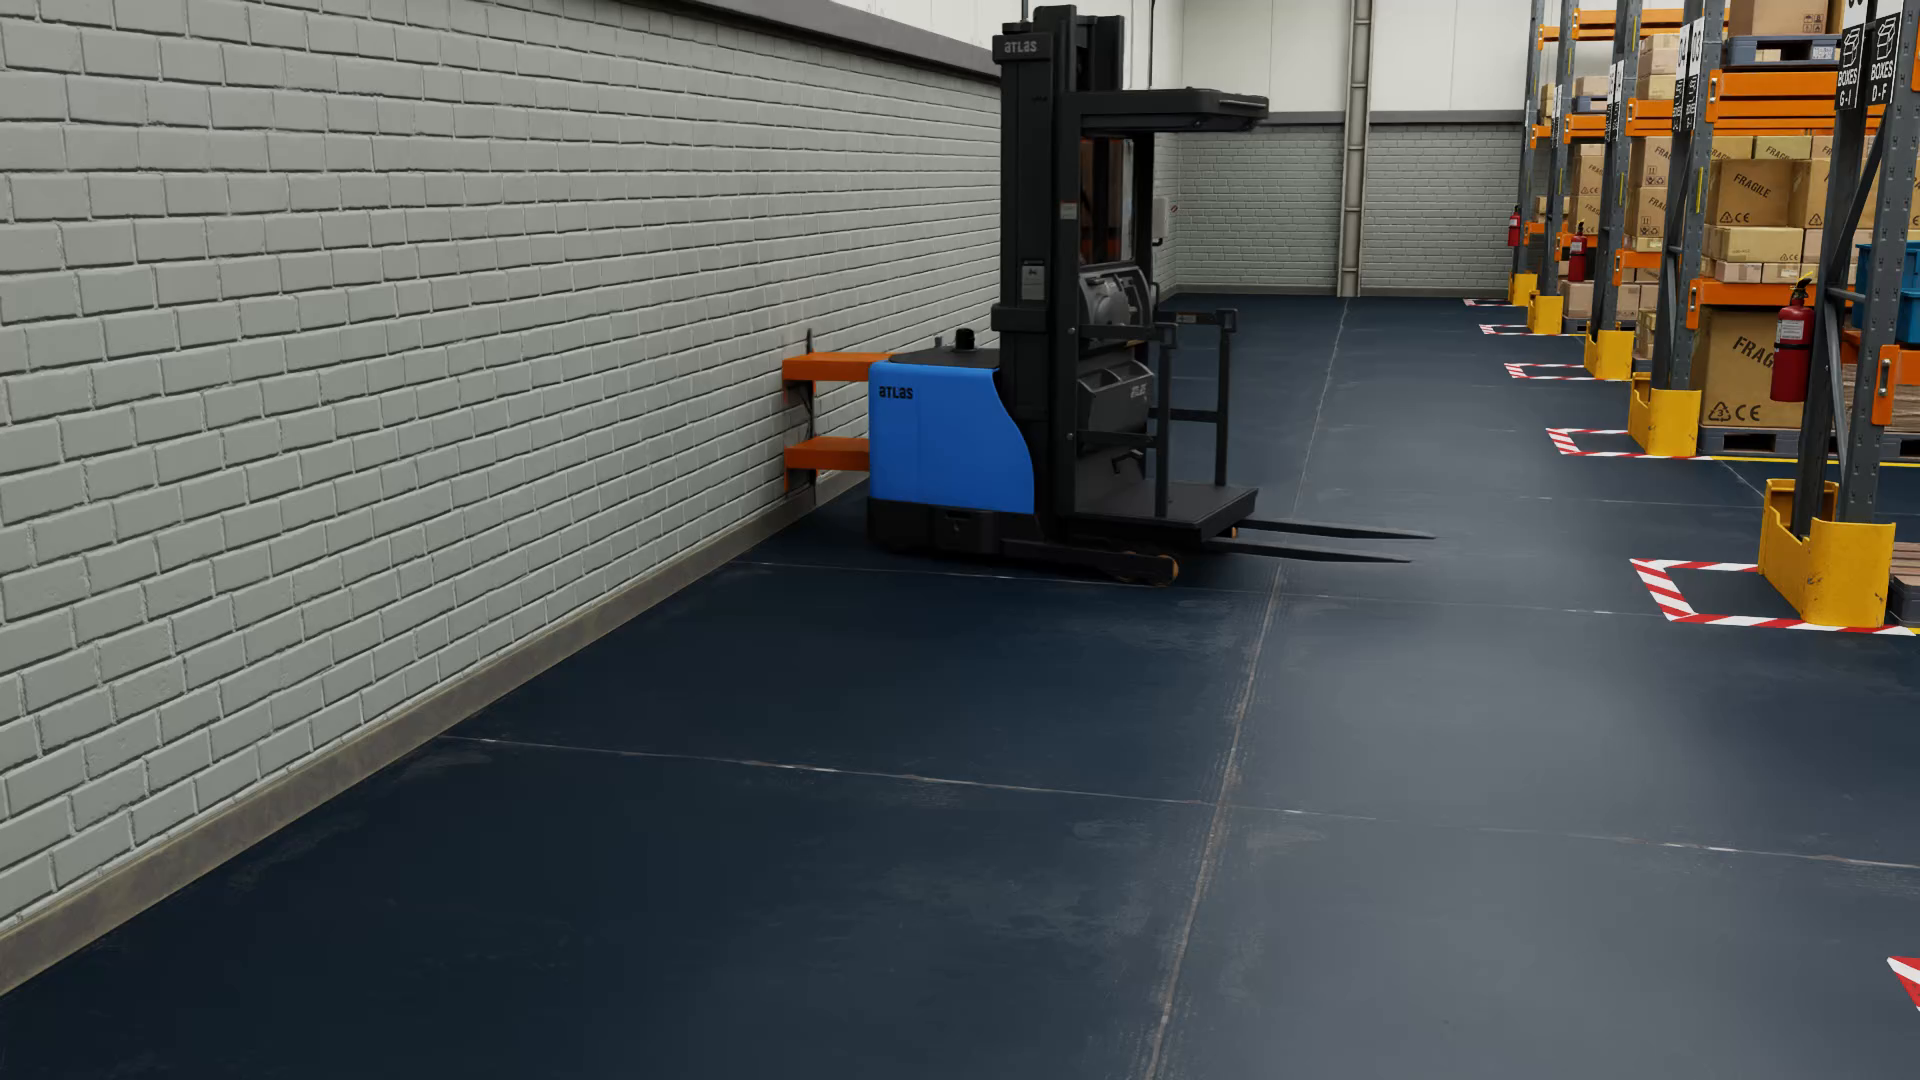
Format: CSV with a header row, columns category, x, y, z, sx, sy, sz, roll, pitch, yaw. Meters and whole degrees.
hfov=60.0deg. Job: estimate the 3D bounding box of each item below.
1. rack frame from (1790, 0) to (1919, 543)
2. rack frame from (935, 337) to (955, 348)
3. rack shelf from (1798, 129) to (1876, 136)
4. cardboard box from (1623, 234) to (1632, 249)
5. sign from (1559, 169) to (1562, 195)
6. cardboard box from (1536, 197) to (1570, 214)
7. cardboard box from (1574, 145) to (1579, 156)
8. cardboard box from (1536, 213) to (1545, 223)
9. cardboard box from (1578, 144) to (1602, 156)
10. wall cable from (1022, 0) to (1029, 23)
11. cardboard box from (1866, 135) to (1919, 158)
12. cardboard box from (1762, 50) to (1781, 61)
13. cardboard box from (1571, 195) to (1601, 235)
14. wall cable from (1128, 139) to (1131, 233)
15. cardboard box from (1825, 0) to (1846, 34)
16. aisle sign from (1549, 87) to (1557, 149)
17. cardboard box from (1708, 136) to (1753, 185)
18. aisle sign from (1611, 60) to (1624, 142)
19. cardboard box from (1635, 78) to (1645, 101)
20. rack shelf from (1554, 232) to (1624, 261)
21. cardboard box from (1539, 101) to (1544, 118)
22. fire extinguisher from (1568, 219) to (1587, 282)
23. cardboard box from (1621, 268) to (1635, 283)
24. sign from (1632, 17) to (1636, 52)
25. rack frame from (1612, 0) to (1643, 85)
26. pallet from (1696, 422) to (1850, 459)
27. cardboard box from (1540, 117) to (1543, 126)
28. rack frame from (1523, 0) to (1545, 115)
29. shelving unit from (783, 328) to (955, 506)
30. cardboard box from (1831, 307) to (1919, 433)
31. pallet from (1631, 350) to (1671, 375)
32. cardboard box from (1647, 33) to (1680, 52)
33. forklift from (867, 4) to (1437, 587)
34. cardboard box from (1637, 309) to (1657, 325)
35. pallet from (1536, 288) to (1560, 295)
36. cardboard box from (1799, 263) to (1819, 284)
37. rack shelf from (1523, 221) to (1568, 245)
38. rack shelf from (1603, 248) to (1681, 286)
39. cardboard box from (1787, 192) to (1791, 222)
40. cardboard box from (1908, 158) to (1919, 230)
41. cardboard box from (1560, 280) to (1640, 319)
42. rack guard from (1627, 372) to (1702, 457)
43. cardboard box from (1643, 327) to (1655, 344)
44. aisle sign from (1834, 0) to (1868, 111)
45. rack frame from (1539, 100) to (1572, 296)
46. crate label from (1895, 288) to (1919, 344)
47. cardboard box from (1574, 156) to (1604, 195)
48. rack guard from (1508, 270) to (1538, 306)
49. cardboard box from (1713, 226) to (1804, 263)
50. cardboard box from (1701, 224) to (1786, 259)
category,x,y,z,sx,sy,sz,roll,pitch,yaw
rack frame,4.364,-1.176,8.108,0.127,3.000,1.000,3,13,14
rack frame,-0.046,-0.676,9.985,0.032,1.125,0.500,3,13,18
rack shelf,14.936,-6.147,25.251,4.000,0.370,1.077,3,13,14
cardboard box,7.222,-3.175,17.699,0.250,0.149,0.380,3,13,14
sign,7.787,-4.646,21.569,0.005,0.325,0.100,3,13,14
cardboard box,9.487,-5.337,26.524,0.500,0.250,0.500,3,13,14
cardboard box,8.322,-5.178,22.112,0.250,0.149,0.380,3,13,14
cardboard box,9.365,-5.148,26.591,0.250,0.149,0.380,3,13,13
cardboard box,8.204,-5.078,21.661,0.250,0.149,0.380,3,13,15
wall cable,0.887,-7.735,16.394,0.120,5.999,2.277,3,13,14
cardboard box,9.203,-3.752,16.496,0.500,0.500,0.500,3,13,15
cardboard box,8.196,-4.757,16.518,0.500,0.250,0.500,3,13,14
cardboard box,8.323,-4.265,21.800,0.500,0.500,0.500,3,13,13
wall cable,2.445,-5.100,23.379,0.123,1.953,0.585,3,13,14
cardboard box,6.586,-3.914,12.094,0.500,0.500,0.700,3,13,11
aisle sign,7.930,-5.639,22.225,0.004,0.787,0.394,3,13,14
cardboard box,7.701,-3.833,16.860,0.500,0.500,0.500,3,13,15
aisle sign,6.695,-4.465,16.931,0.004,0.787,0.394,3,13,14
cardboard box,7.343,-4.678,17.316,0.500,0.250,0.500,3,13,12
rack shelf,9.867,-3.846,21.806,4.000,0.370,1.077,3,13,14
cardboard box,9.608,-6.916,26.714,0.500,0.250,0.500,3,13,13
fire extinguisher,6.704,-3.145,18.025,0.183,0.674,0.296,3,13,14
cardboard box,10.503,-4.226,26.657,0.500,0.500,0.700,4,13,16
sign,6.708,-5.032,16.546,0.005,0.325,0.100,3,13,14
rack frame,6.838,-6.184,16.830,0.127,3.000,1.000,3,13,14
pallet,6.346,-0.831,12.992,1.213,0.211,1.003,3,13,14
cardboard box,9.477,-6.719,26.748,0.250,0.149,0.380,3,13,15
rack frame,9.111,-8.274,26.251,0.127,3.000,1.000,3,13,14
shelving unit,-0.529,-0.703,10.141,1.048,1.125,0.538,3,13,18
cardboard box,7.075,-1.321,12.701,0.875,0.875,0.875,3,13,14
pallet,7.692,-1.840,17.541,1.213,0.211,1.003,3,13,14
cardboard box,7.098,-5.020,16.783,0.250,0.149,0.380,3,13,13
forklift,1.025,-1.319,8.914,3.031,2.935,1.130,6,14,26
cardboard box,7.412,-2.385,17.795,0.250,0.149,0.380,3,13,14
pallet,9.959,-3.939,27.000,1.213,0.211,1.003,3,13,14
cardboard box,6.315,-1.981,12.316,0.250,0.149,0.380,3,13,12
rack shelf,11.053,-4.890,26.511,4.000,0.370,1.077,3,13,14
rack shelf,8.779,-2.800,17.090,4.000,0.370,1.077,3,13,14
cardboard box,8.206,-3.317,16.843,0.500,0.500,0.500,3,13,14
cardboard box,6.942,-2.522,12.105,0.500,0.500,0.500,3,13,12
cardboard box,8.590,-3.242,22.368,0.875,0.438,0.875,3,13,12
rack guard,5.528,-0.998,13.079,0.348,0.500,1.175,3,13,14
cardboard box,7.285,-2.132,17.345,0.250,0.149,0.380,4,13,16
aisle sign,4.365,-2.510,8.121,0.004,0.787,0.394,3,13,14
rack frame,7.925,-4.301,22.196,0.127,3.000,1.000,3,13,14
crate label,4.525,-1.041,7.750,0.303,0.233,0.416,3,13,14
cardboard box,8.323,-4.753,21.694,0.500,0.500,0.500,3,13,12
rack guard,9.185,-4.121,27.154,0.348,0.500,1.175,3,13,14
cardboard box,5.952,-2.208,12.419,0.500,0.250,0.500,3,13,12
cardboard box,6.085,-2.320,12.925,0.500,0.250,0.500,3,13,13
